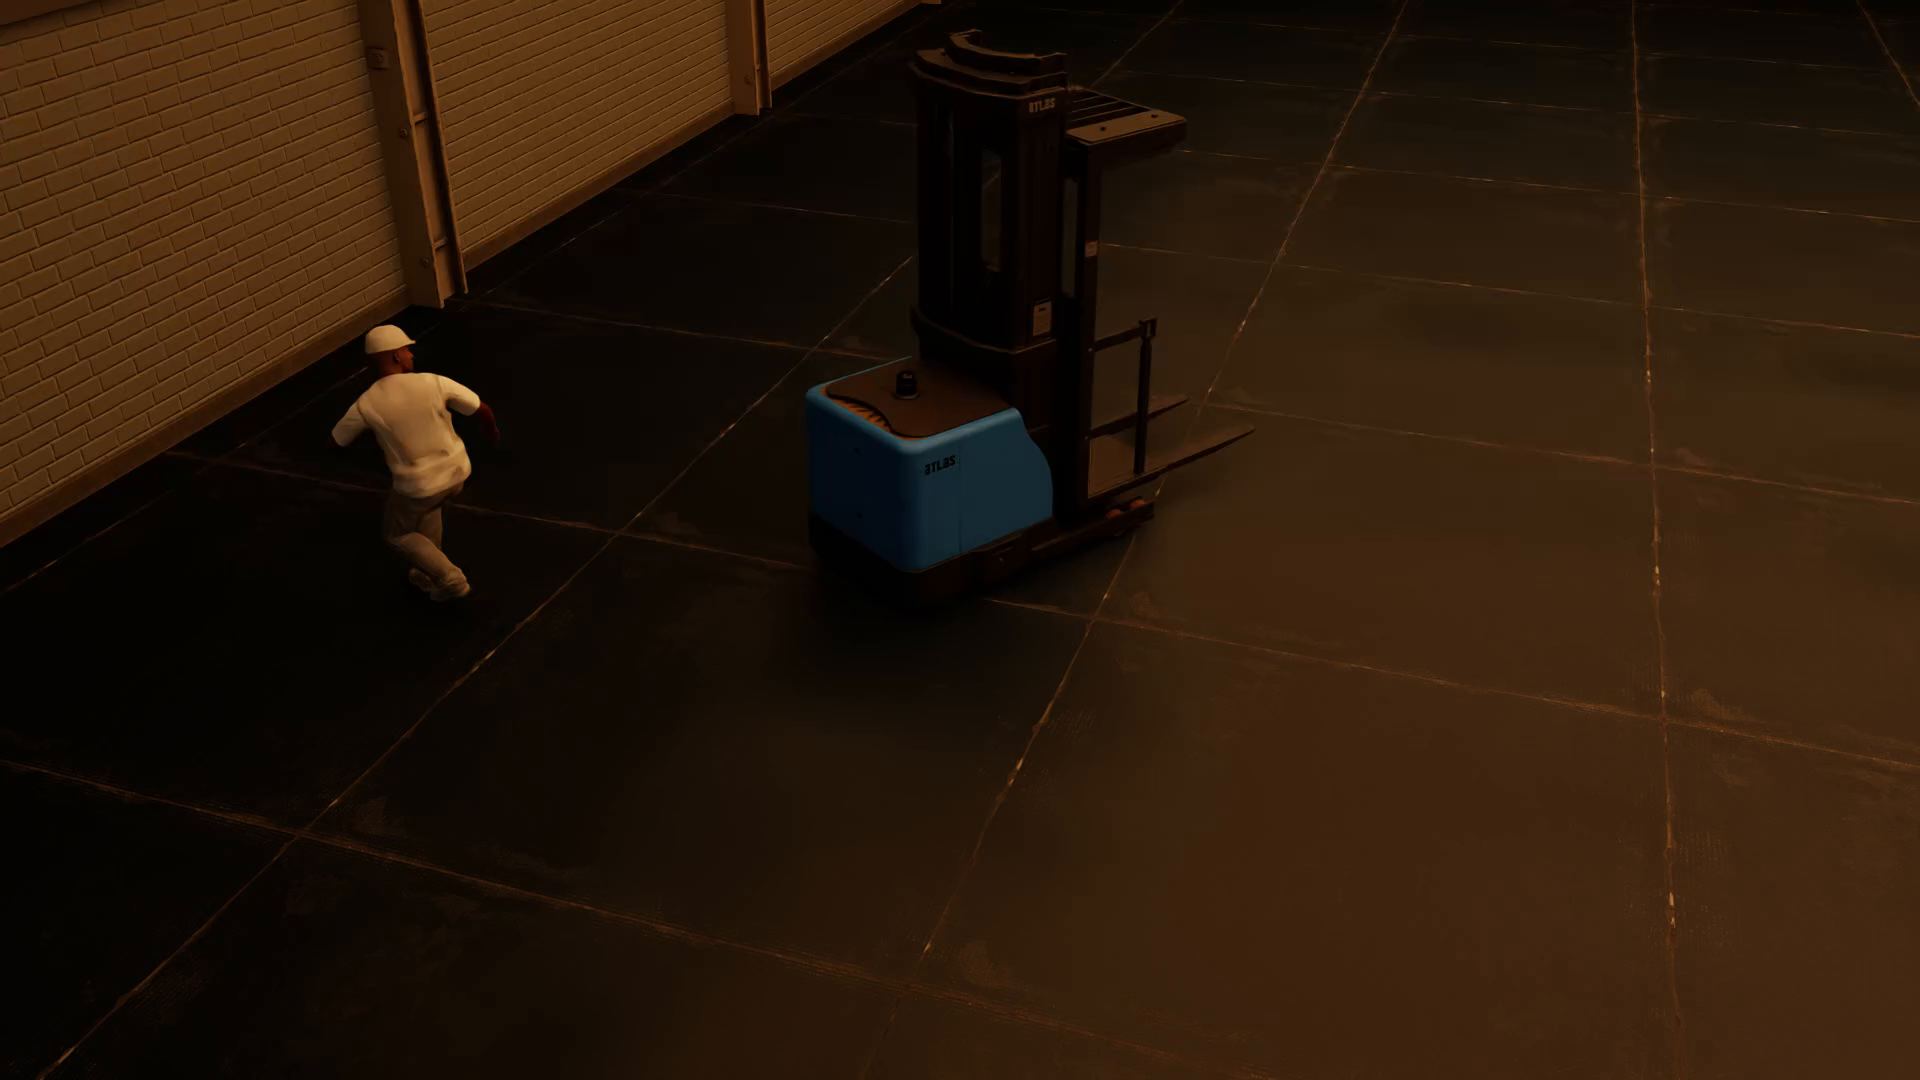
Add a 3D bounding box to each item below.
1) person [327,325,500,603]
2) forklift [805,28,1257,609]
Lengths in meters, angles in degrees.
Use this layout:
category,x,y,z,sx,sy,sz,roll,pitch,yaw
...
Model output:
category,x,y,z,sx,sy,sz,roll,pitch,yaw
person,-3.003,-0.451,9.239,0.923,1.631,0.841,-24,38,-36
forklift,0.569,-1.476,9.726,3.031,2.935,1.130,-22,36,-33
